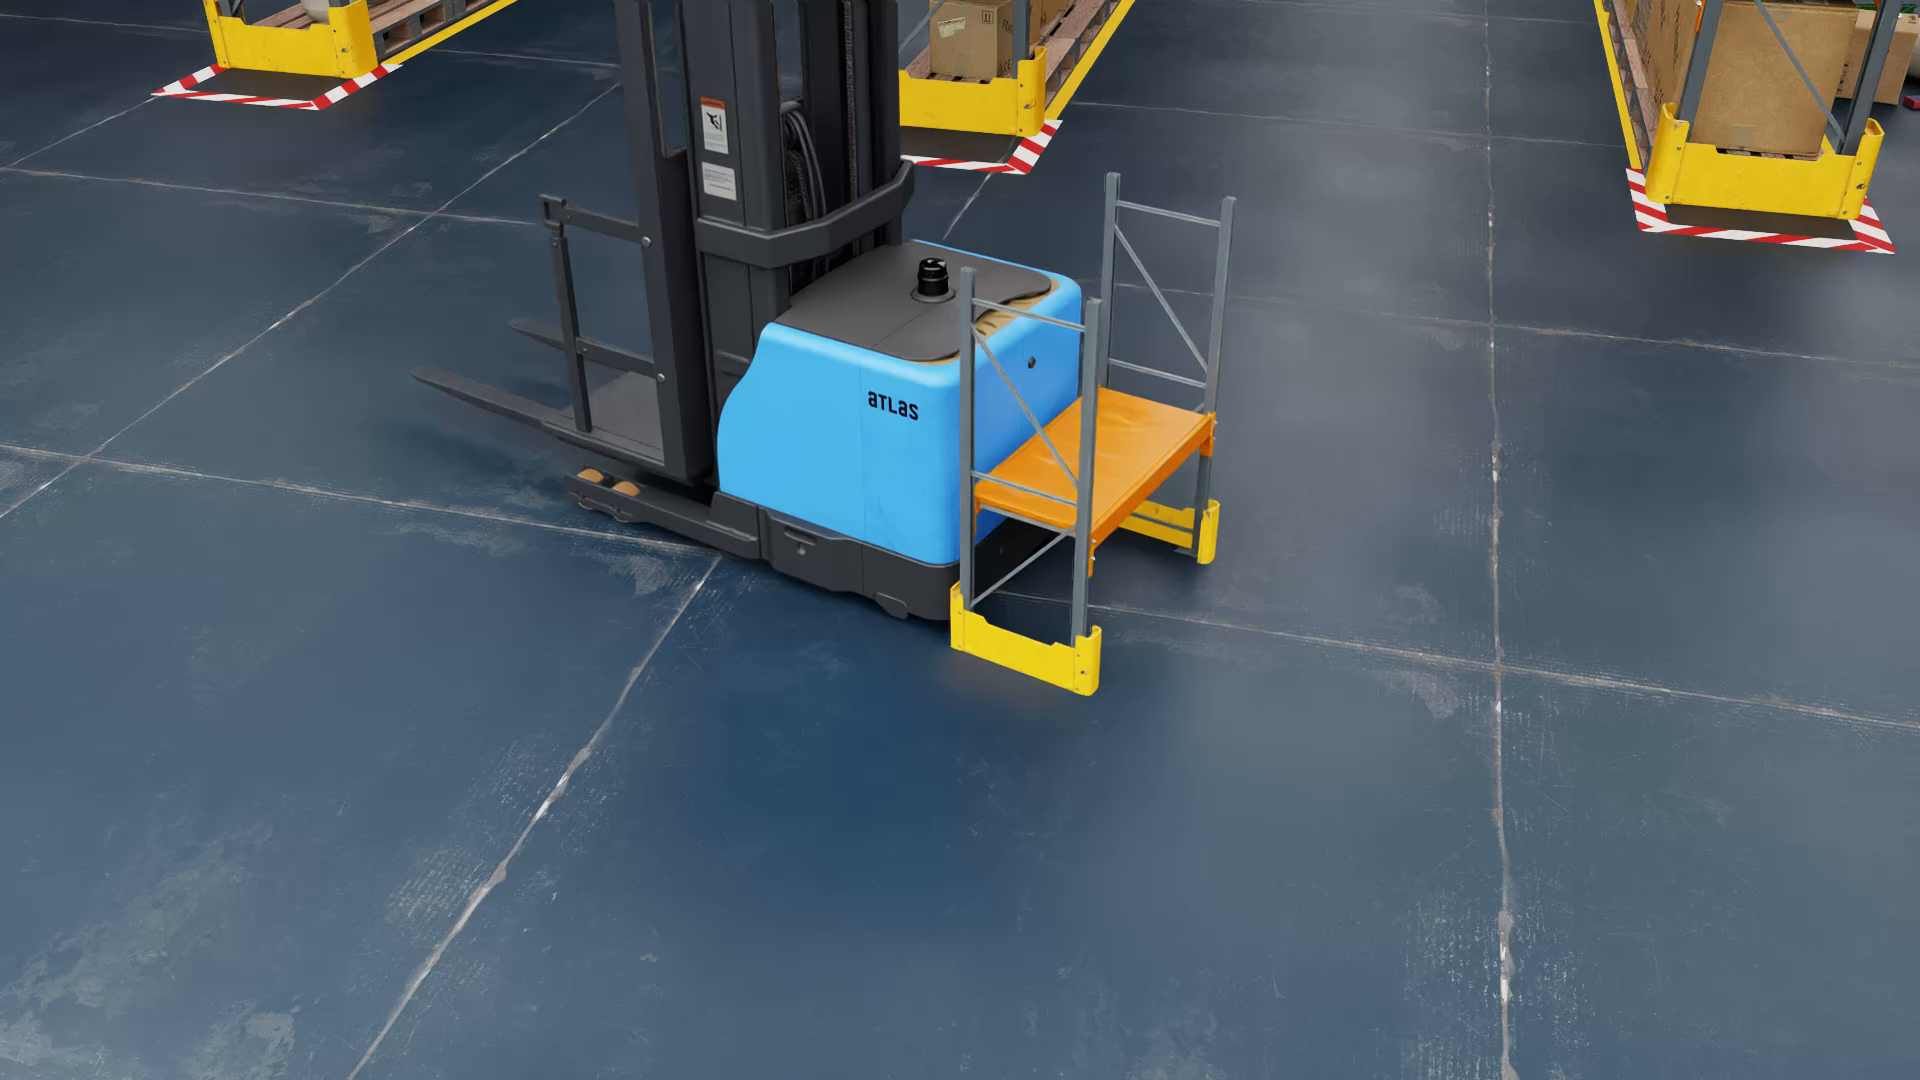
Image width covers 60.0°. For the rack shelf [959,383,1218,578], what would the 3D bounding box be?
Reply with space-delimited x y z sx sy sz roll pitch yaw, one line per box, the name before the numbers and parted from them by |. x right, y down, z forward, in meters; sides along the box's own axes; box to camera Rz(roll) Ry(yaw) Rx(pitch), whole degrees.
rack shelf | 0.486 -0.249 6.079 0.538 0.185 1.000 18 37 26

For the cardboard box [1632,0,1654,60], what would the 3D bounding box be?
cardboard box | 5.285 -3.875 11.639 0.875 0.875 0.875 8 33 13

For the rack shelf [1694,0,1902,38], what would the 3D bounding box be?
rack shelf | 5.230 -4.039 10.977 1.077 0.370 4.000 8 33 12

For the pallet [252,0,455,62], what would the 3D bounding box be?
pallet | -4.655 -3.996 12.839 1.003 0.211 1.213 8 33 12

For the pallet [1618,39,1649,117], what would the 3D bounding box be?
pallet | 5.161 -3.184 11.562 1.003 0.211 1.213 8 33 12

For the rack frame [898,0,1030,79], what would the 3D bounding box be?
rack frame | -0.050 -4.032 10.296 1.000 3.000 0.127 8 33 12

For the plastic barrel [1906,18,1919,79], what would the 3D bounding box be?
plastic barrel | 6.933 -3.495 11.853 0.421 0.421 0.512 -21 38 -29

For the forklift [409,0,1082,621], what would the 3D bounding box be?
forklift | -1.042 -1.528 6.421 3.031 2.935 1.130 19 37 27

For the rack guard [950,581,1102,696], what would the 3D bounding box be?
rack guard | 0.229 0.350 5.966 0.587 0.250 0.087 18 37 26

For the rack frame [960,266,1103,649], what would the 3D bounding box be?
rack frame | 0.219 -0.169 5.617 0.500 1.500 0.032 18 37 26

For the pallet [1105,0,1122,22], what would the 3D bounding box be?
pallet | 0.829 -4.578 13.754 1.003 0.211 1.213 8 33 12

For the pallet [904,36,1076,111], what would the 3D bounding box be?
pallet | 0.210 -3.311 11.762 1.003 0.211 1.213 8 33 12

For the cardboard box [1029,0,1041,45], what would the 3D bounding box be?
cardboard box | 0.244 -3.791 11.856 0.500 0.500 0.500 17 36 25

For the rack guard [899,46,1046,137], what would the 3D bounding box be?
rack guard | -0.030 -3.017 11.029 1.175 0.500 0.348 8 33 12

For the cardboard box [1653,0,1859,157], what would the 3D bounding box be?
cardboard box | 4.830 -2.946 10.177 0.875 0.875 0.875 8 33 13

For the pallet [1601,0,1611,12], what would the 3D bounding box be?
pallet | 5.860 -4.614 13.811 1.003 0.211 1.213 8 33 12

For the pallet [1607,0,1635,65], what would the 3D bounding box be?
pallet | 5.469 -3.819 12.561 1.003 0.211 1.213 8 33 12

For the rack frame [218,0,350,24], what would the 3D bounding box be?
rack frame | -4.841 -4.706 11.357 1.000 3.000 0.127 8 33 12

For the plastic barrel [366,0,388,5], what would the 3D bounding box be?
plastic barrel | -4.620 -4.446 12.875 0.421 0.512 0.421 0 32 0

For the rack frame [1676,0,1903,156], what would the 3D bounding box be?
rack frame | 4.722 -3.304 9.152 1.000 3.000 0.127 8 33 12

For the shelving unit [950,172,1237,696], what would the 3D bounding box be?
shelving unit | 0.491 -0.405 5.989 0.587 1.500 1.083 18 37 26

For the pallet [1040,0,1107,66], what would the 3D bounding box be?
pallet | 0.522 -3.943 12.755 1.003 0.211 1.213 8 33 12

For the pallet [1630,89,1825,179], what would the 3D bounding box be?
pallet | 4.850 -2.553 10.569 1.003 0.211 1.213 8 33 12

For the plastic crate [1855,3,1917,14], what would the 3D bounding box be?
plastic crate | 6.960 -3.949 12.733 0.662 0.188 0.450 -28 32 -37

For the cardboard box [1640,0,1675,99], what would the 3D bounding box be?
cardboard box | 5.052 -3.403 10.895 0.875 0.875 0.875 8 33 12

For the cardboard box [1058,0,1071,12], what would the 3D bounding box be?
cardboard box | 0.606 -4.397 12.809 0.500 0.500 0.500 5 33 8

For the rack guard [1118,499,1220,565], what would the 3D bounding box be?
rack guard | 0.753 -0.105 6.682 0.587 0.250 0.087 18 37 26

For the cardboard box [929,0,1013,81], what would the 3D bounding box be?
cardboard box | 0.125 -3.476 11.361 0.500 0.500 0.500 14 35 21

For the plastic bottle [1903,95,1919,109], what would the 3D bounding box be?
plastic bottle | 6.657 -3.012 11.431 0.283 0.061 0.133 -3 33 -4

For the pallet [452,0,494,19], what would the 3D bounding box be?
pallet | -4.344 -4.627 13.832 1.003 0.211 1.213 8 33 12

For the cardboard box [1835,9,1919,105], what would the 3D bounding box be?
cardboard box | 6.336 -3.381 11.600 0.500 0.500 0.500 14 35 21

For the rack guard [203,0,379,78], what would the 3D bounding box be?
rack guard | -4.867 -3.697 12.100 1.175 0.500 0.348 8 33 12

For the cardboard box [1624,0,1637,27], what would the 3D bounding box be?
cardboard box | 5.510 -4.344 12.376 0.875 0.875 0.875 9 33 13

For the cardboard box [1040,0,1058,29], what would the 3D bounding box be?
cardboard box | 0.421 -4.113 12.363 0.500 0.500 0.500 11 34 17

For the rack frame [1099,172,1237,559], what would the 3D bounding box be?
rack frame | 0.753 -0.633 6.347 0.500 1.500 0.032 18 37 26

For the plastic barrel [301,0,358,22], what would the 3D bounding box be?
plastic barrel | -4.747 -4.186 12.466 0.421 0.512 0.421 0 32 0

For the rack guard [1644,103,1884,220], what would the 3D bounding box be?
rack guard | 4.716 -2.237 9.803 1.175 0.500 0.348 8 33 12
